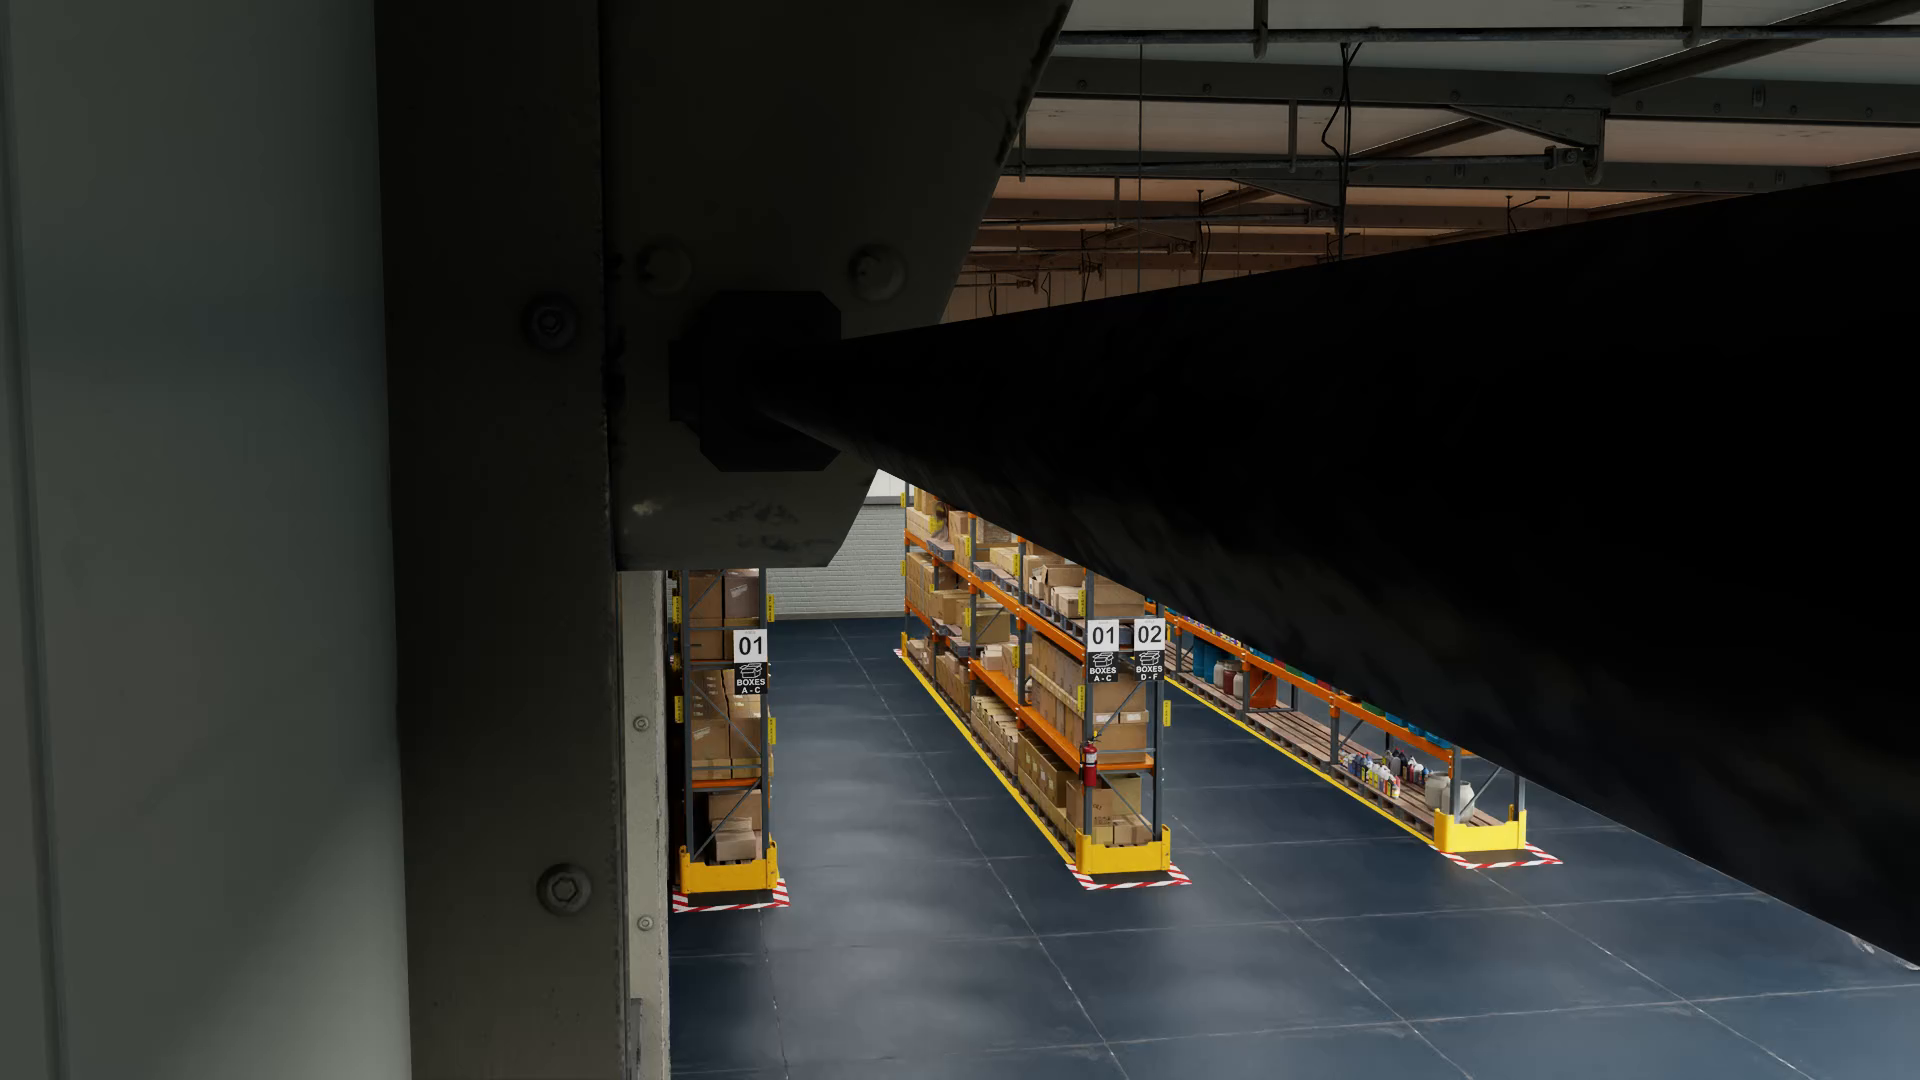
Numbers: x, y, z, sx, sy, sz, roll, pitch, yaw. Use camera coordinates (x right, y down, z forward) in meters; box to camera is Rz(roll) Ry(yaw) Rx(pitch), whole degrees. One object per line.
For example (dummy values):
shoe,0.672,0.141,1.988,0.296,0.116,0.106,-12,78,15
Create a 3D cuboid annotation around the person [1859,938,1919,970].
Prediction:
person,9.904,3.690,17.495,0.749,1.663,0.586,2,6,17
